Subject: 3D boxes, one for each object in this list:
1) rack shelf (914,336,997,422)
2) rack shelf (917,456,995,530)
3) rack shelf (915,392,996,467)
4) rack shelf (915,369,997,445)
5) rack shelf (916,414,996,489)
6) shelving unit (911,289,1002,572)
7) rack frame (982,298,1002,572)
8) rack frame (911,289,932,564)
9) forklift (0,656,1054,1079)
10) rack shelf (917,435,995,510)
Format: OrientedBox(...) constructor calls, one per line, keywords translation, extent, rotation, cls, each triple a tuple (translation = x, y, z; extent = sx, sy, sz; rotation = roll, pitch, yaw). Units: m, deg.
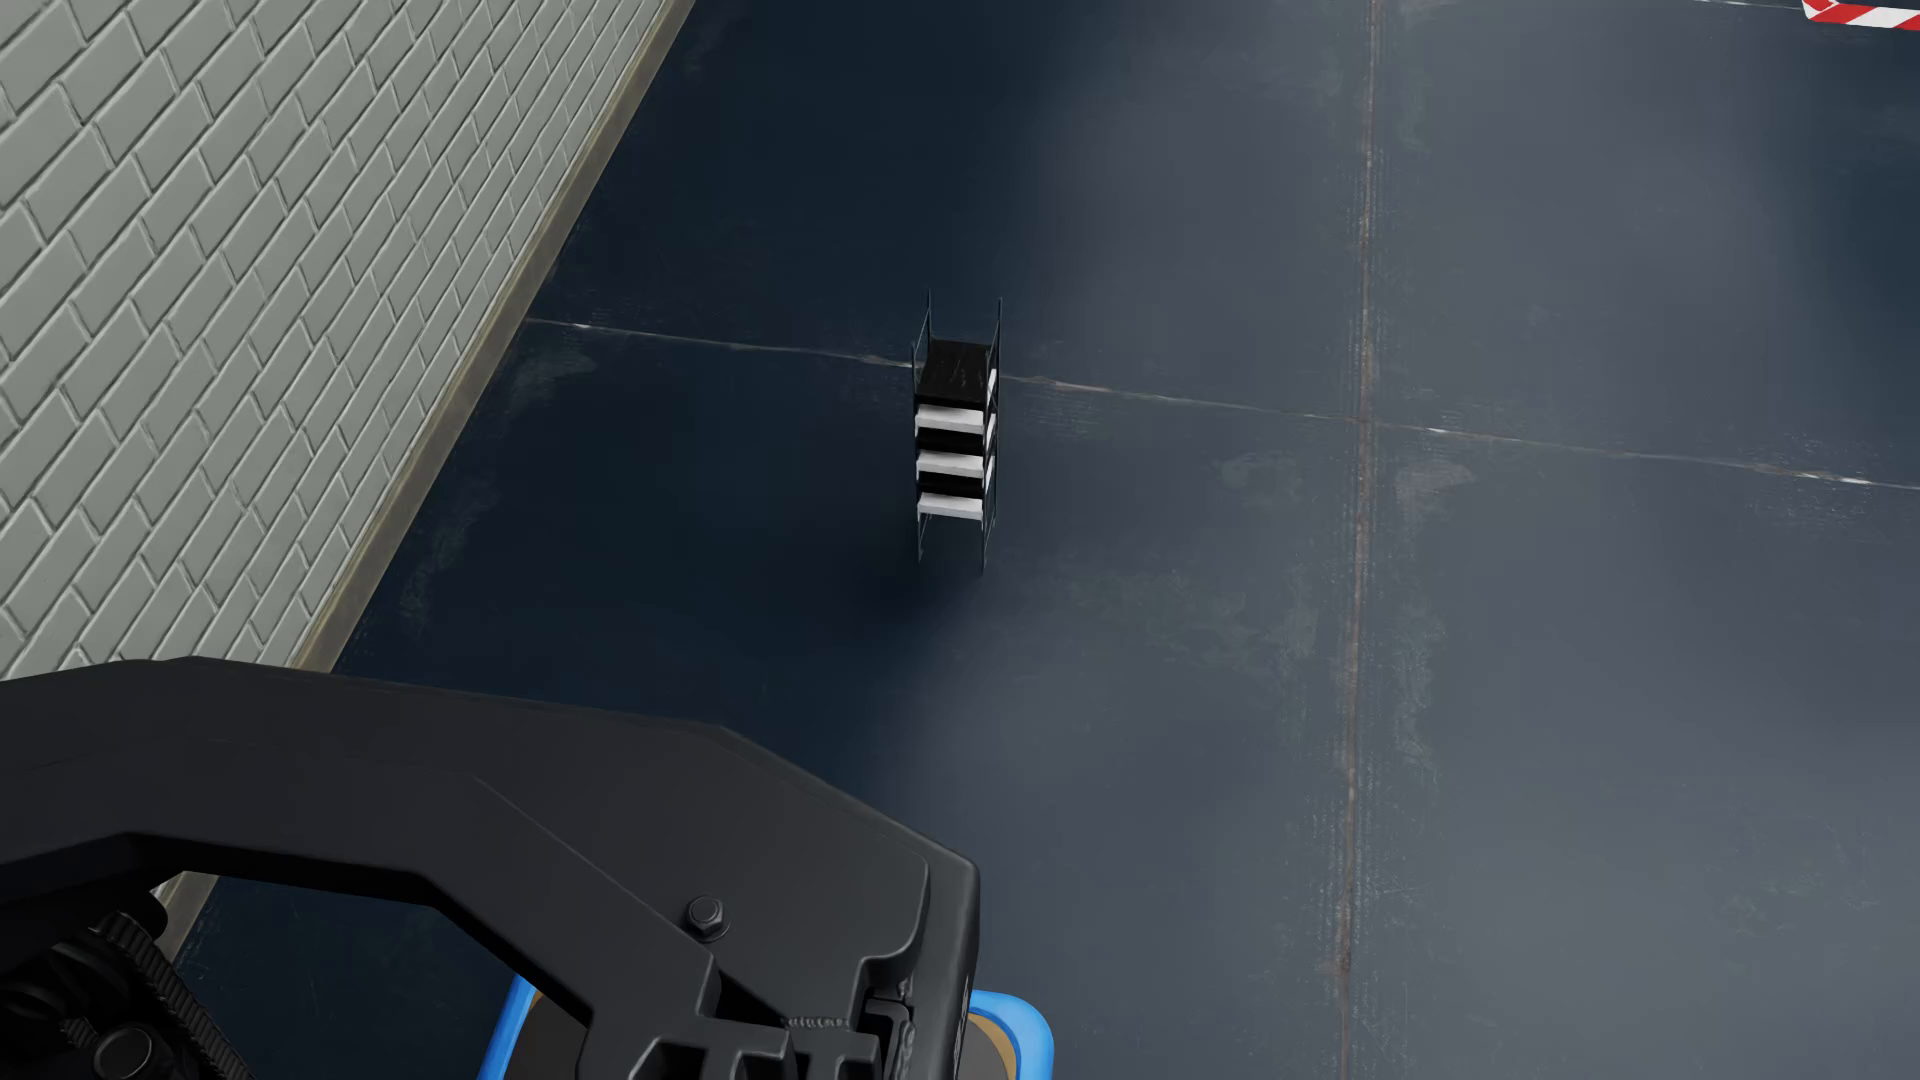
OrientedBox(translation=(-0.008, -0.460, 4.740), extent=(0.200, 0.077, 0.258), rotation=(8, 49, 7), cls="rack shelf")
OrientedBox(translation=(-0.008, -0.159, 5.075), extent=(0.200, 0.077, 0.258), rotation=(8, 49, 7), cls="rack shelf")
OrientedBox(translation=(-0.008, -0.340, 4.874), extent=(0.200, 0.077, 0.258), rotation=(8, 49, 7), cls="rack shelf")
OrientedBox(translation=(-0.008, -0.400, 4.807), extent=(0.200, 0.077, 0.258), rotation=(8, 49, 7), cls="rack shelf")
OrientedBox(translation=(-0.008, -0.280, 4.941), extent=(0.200, 0.077, 0.258), rotation=(8, 49, 7), cls="rack shelf")
OrientedBox(translation=(-0.008, -0.302, 4.916), extent=(0.210, 0.900, 0.258), rotation=(8, 49, 7), cls="shelving unit")
OrientedBox(translation=(0.092, -0.288, 4.904), extent=(0.006, 0.900, 0.240), rotation=(8, 49, 7), cls="rack frame")
OrientedBox(translation=(-0.108, -0.315, 4.928), extent=(0.006, 0.900, 0.240), rotation=(8, 49, 7), cls="rack frame")
OrientedBox(translation=(-0.554, 1.614, 1.829), extent=(1.130, 2.935, 3.031), rotation=(7, 48, 6), cls="forklift")
OrientedBox(translation=(-0.008, -0.219, 5.008), extent=(0.200, 0.077, 0.258), rotation=(8, 49, 7), cls="rack shelf")
